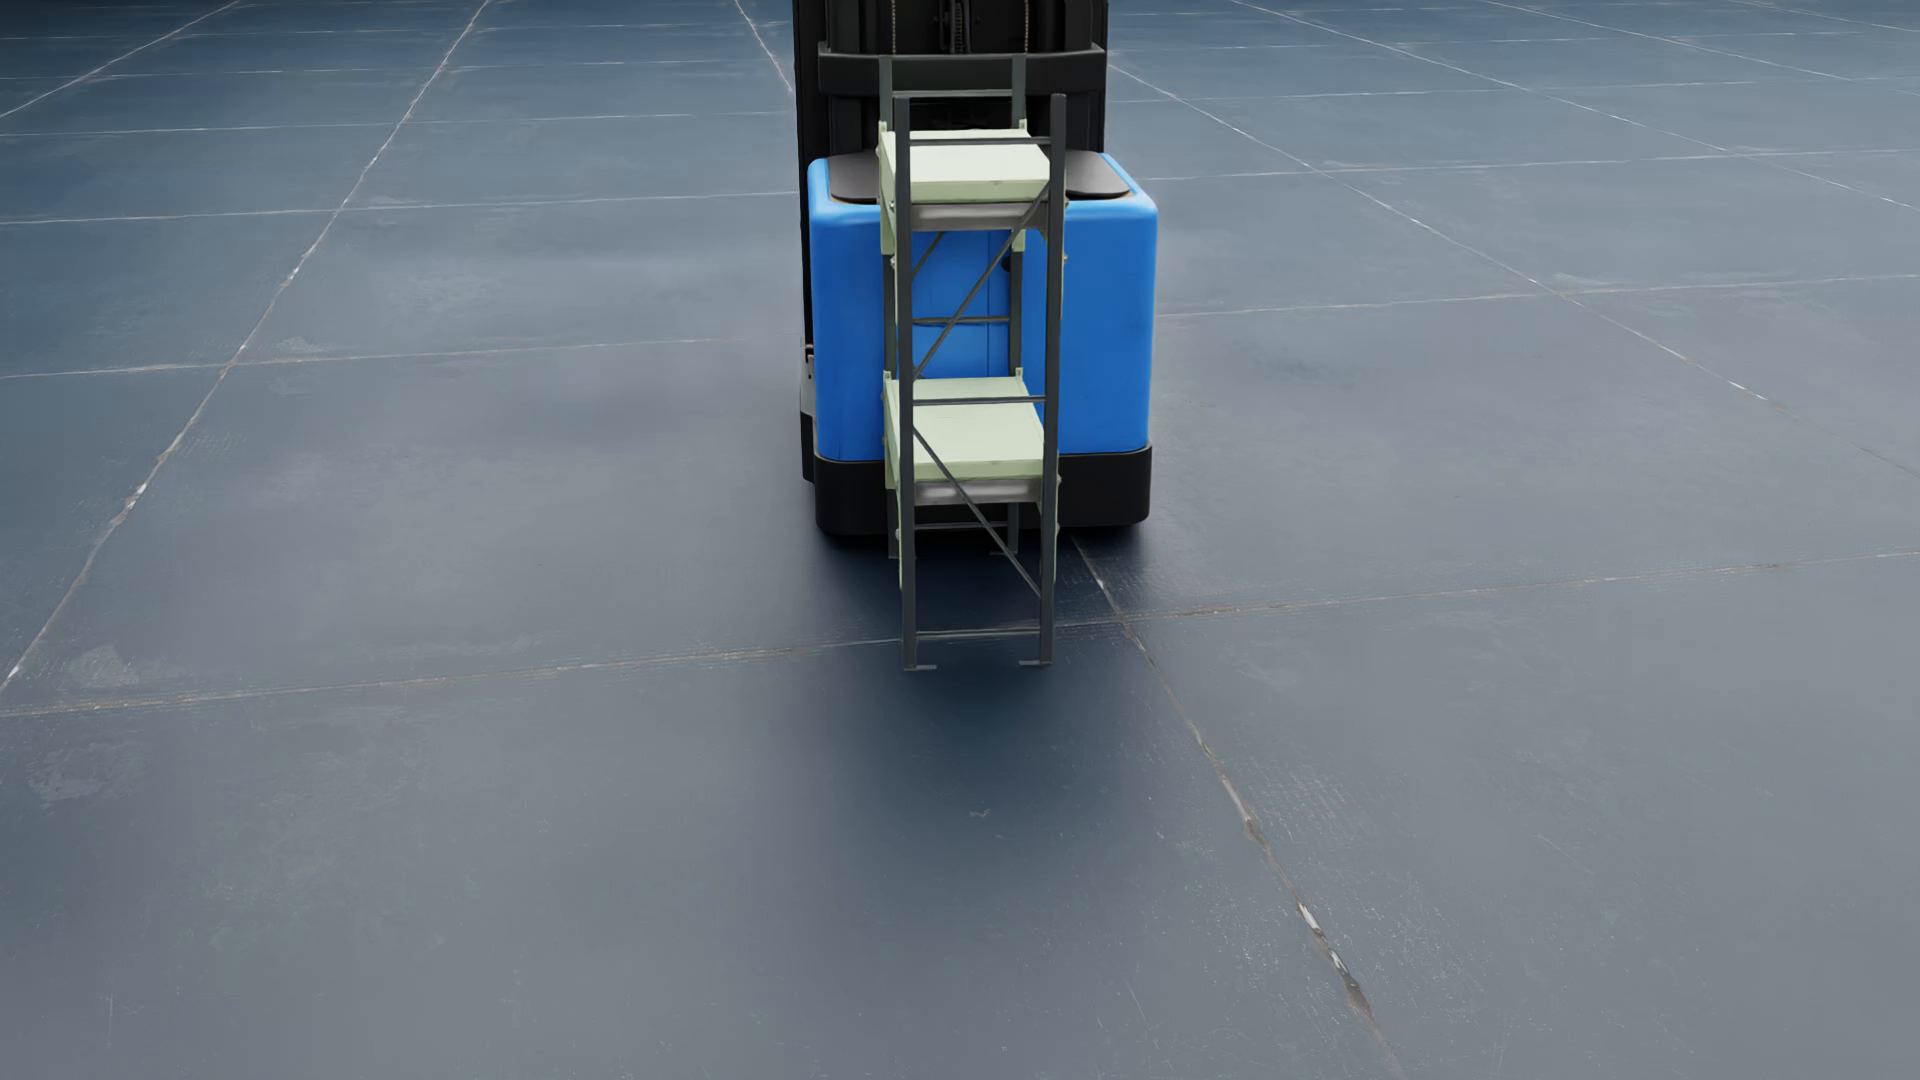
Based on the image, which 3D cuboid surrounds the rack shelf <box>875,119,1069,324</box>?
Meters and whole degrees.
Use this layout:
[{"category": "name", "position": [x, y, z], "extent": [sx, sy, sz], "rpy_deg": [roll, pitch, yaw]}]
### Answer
[{"category": "rack shelf", "position": [0.014, -0.848, 4.344], "extent": [0.431, 0.370, 0.720], "rpy_deg": [-2, 24, -5]}]

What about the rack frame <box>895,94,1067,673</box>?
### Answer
[{"category": "rack frame", "position": [0.048, -0.345, 4.166], "extent": [0.400, 1.500, 0.023], "rpy_deg": [-2, 24, -5]}]

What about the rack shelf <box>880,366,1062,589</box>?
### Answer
[{"category": "rack shelf", "position": [0.014, -0.192, 4.630], "extent": [0.431, 0.370, 0.720], "rpy_deg": [-2, 24, -5]}]

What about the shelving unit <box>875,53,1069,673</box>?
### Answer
[{"category": "shelving unit", "position": [0.014, -0.491, 4.500], "extent": [0.431, 1.500, 0.755], "rpy_deg": [-2, 24, -5]}]

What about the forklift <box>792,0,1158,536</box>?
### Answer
[{"category": "forklift", "position": [-0.057, -1.909, 5.959], "extent": [1.130, 2.935, 3.031], "rpy_deg": [-2, 24, -5]}]

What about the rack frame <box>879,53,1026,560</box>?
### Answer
[{"category": "rack frame", "position": [-0.021, -0.637, 4.834], "extent": [0.400, 1.500, 0.023], "rpy_deg": [-2, 24, -5]}]
